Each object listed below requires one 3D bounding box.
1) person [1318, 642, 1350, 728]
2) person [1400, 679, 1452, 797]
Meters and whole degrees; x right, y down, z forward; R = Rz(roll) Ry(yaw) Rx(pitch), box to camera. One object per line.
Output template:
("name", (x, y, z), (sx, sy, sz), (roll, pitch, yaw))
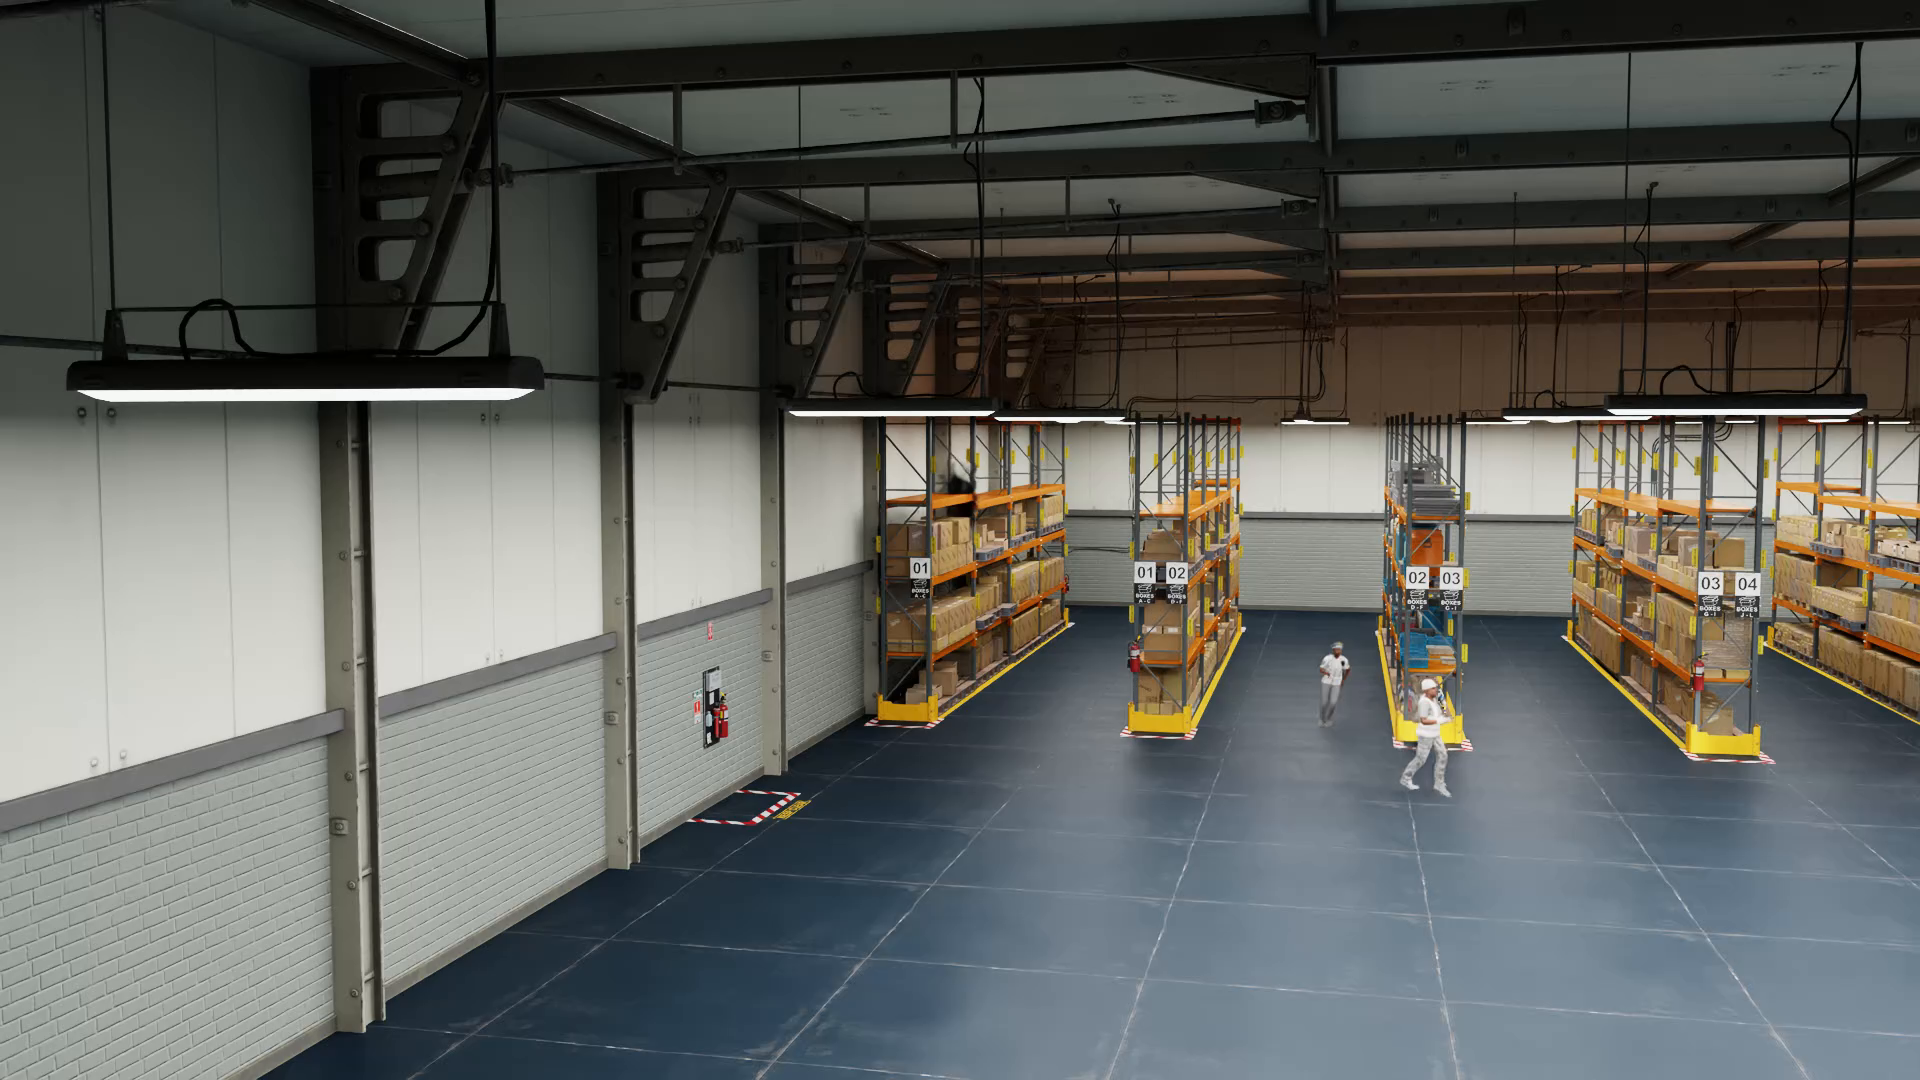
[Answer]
("person", (7.117, 2.763, 31.676), (0.574, 1.666, 0.619), (1, 4, 13))
("person", (7.269, 3.080, 25.895), (0.808, 1.847, 0.660), (3, 5, 34))
